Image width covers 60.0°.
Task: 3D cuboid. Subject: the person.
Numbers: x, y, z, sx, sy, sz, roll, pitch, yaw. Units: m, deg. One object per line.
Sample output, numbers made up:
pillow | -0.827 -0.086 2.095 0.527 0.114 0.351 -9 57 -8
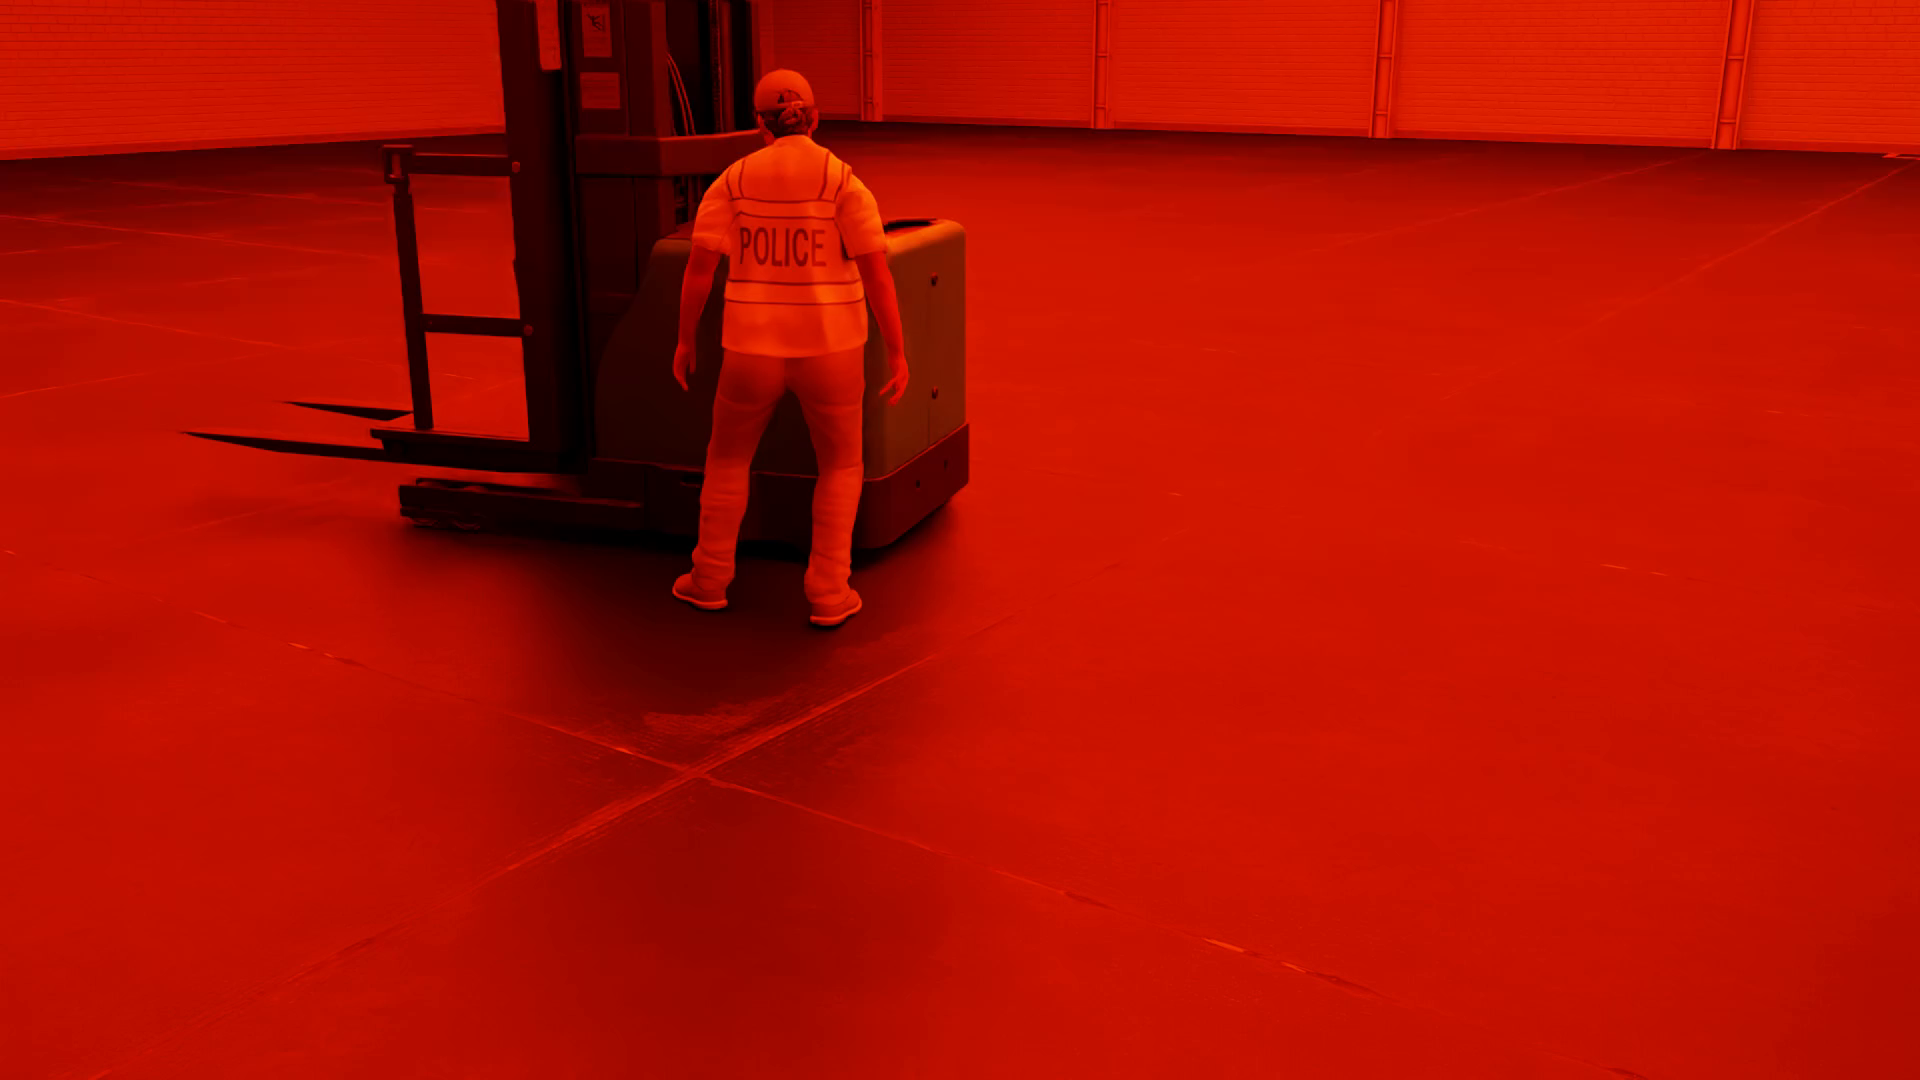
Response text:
person | -0.537 -0.566 4.996 0.778 1.640 0.459 1 17 3

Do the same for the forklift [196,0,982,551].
forklift | -1.492 -1.570 6.082 3.031 2.935 1.130 5 17 18
